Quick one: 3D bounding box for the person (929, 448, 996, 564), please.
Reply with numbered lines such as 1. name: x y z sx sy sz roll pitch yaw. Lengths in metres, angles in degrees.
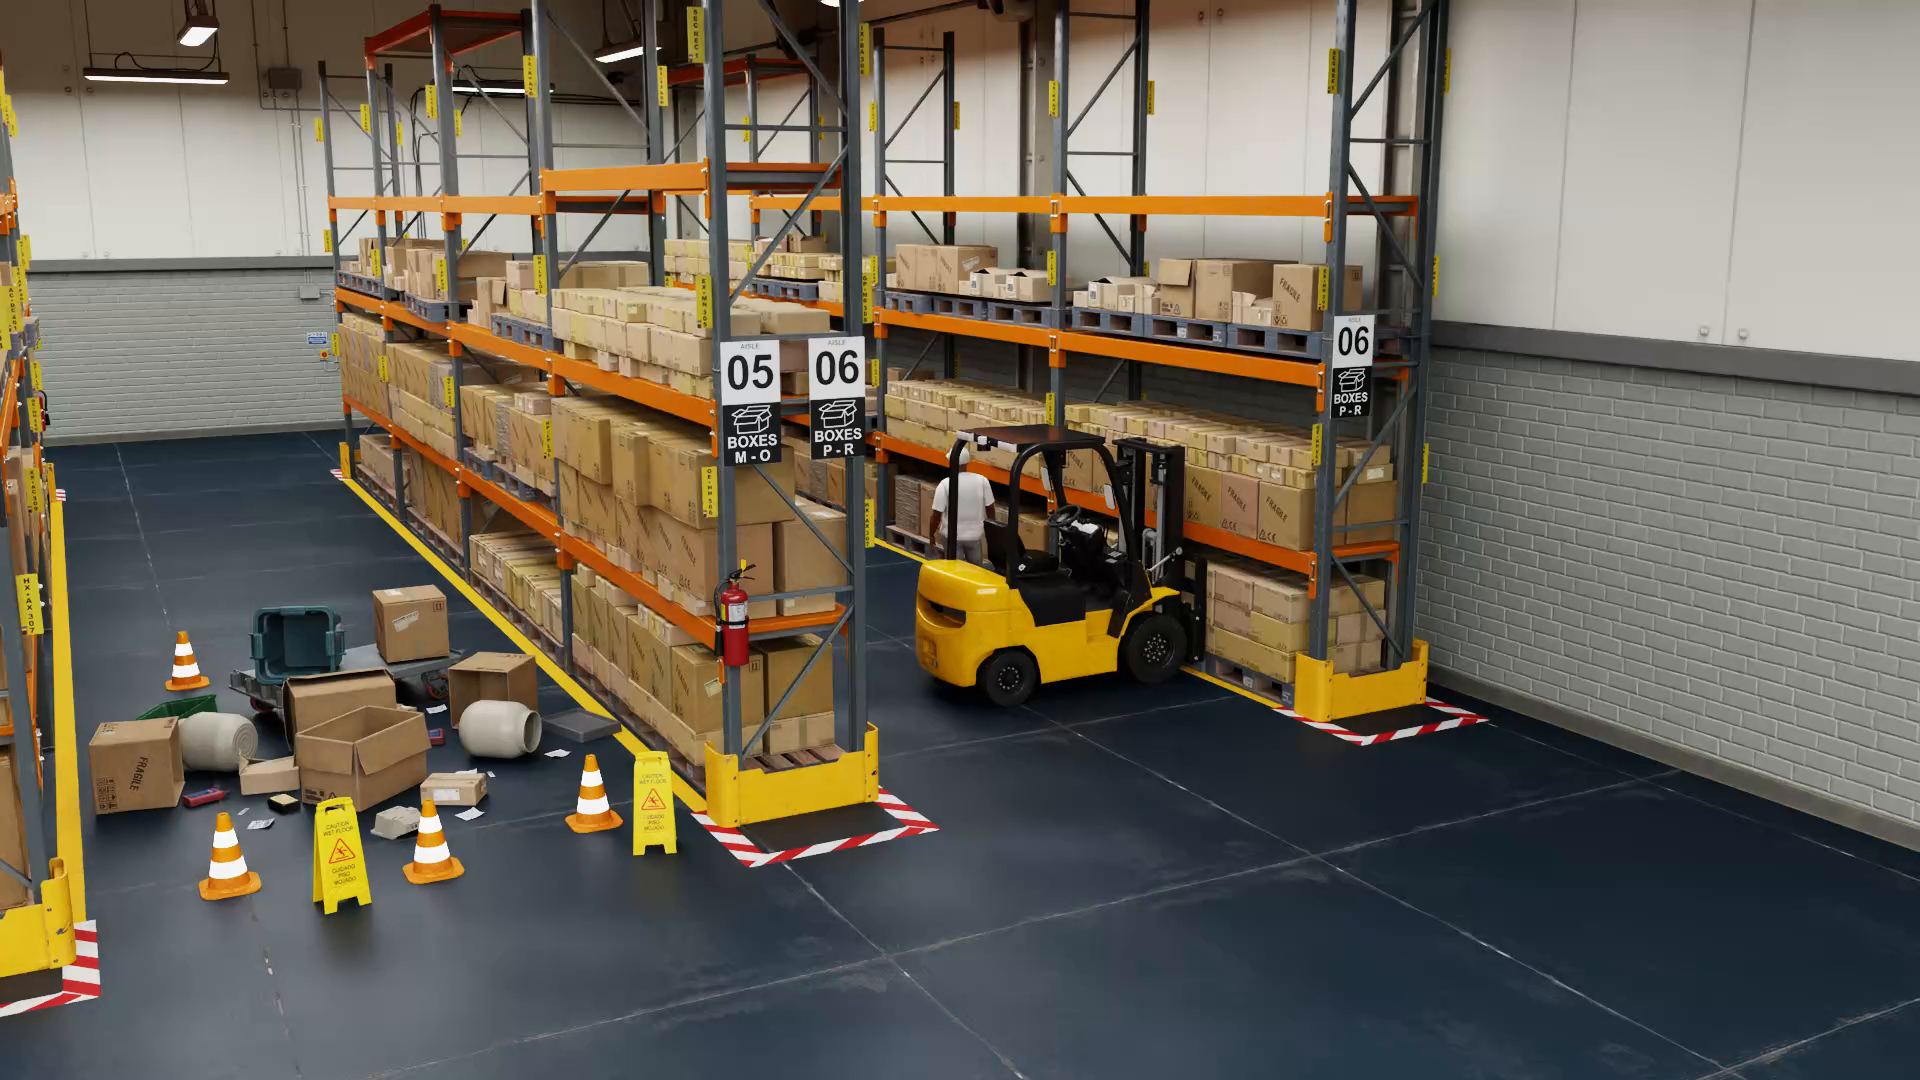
1. person: 0.005 -0.063 16.151 0.665 1.767 0.576 -3 12 -15
